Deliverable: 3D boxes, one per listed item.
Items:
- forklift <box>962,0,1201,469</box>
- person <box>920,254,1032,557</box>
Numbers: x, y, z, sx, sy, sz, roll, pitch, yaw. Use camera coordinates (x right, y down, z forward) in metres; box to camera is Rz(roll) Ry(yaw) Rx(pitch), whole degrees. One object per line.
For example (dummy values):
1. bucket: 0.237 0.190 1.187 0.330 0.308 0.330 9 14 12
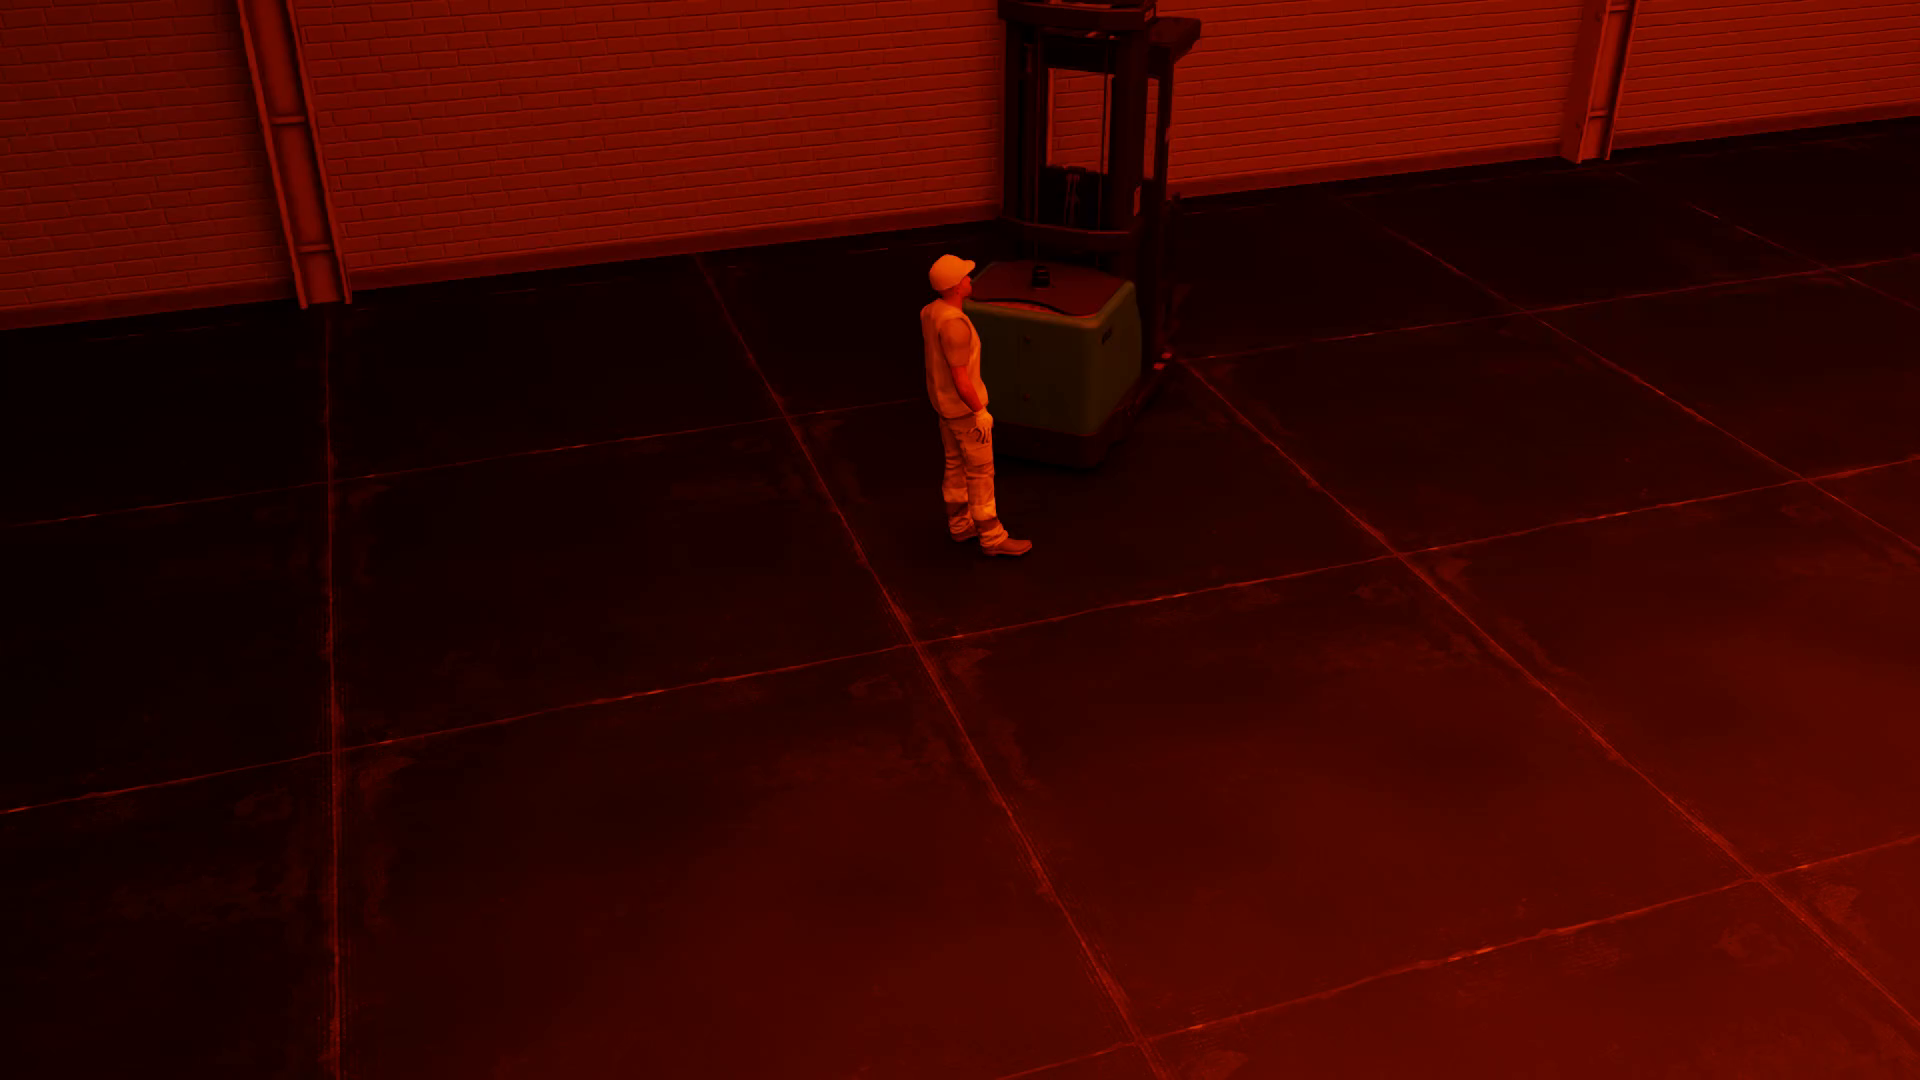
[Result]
1. forklift: 0.934 -2.447 11.341 1.130 2.935 3.031 11 32 19
2. person: 0.079 -0.789 9.589 0.564 1.787 0.638 -10 31 -16
